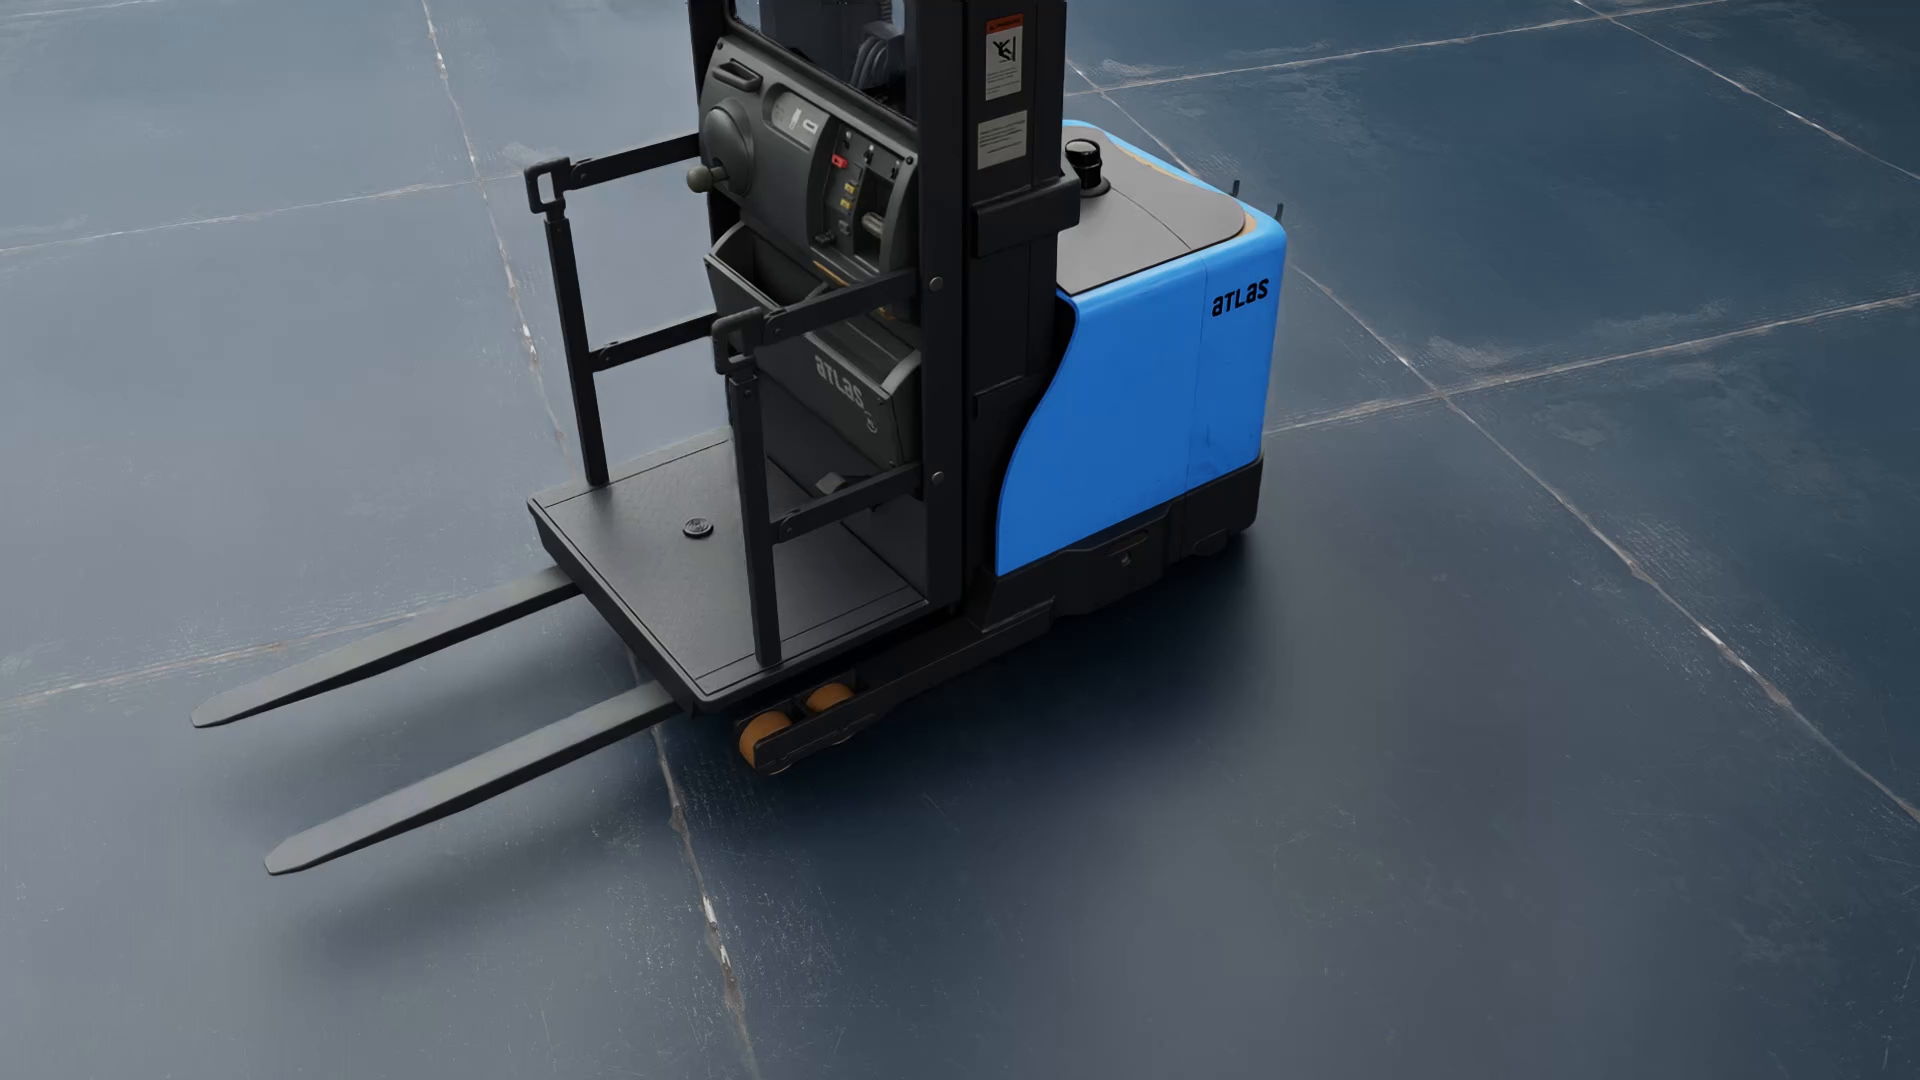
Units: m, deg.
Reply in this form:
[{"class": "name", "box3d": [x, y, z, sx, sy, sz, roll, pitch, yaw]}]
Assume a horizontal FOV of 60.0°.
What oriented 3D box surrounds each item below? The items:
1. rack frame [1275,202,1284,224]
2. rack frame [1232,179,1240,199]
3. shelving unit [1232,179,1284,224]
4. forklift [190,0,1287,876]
[{"class": "rack frame", "box3d": [0.876, -0.641, 5.340, 0.240, 0.900, 0.006, -19, 41, -29]}, {"class": "rack frame", "box3d": [0.764, -0.743, 5.475, 0.240, 0.900, 0.006, -19, 41, -29]}, {"class": "shelving unit", "box3d": [0.820, -0.692, 5.408, 0.258, 0.900, 0.210, -19, 41, -29]}, {"class": "forklift", "box3d": [-0.561, -0.910, 4.023, 3.031, 2.935, 1.130, -23, 43, -28]}]
